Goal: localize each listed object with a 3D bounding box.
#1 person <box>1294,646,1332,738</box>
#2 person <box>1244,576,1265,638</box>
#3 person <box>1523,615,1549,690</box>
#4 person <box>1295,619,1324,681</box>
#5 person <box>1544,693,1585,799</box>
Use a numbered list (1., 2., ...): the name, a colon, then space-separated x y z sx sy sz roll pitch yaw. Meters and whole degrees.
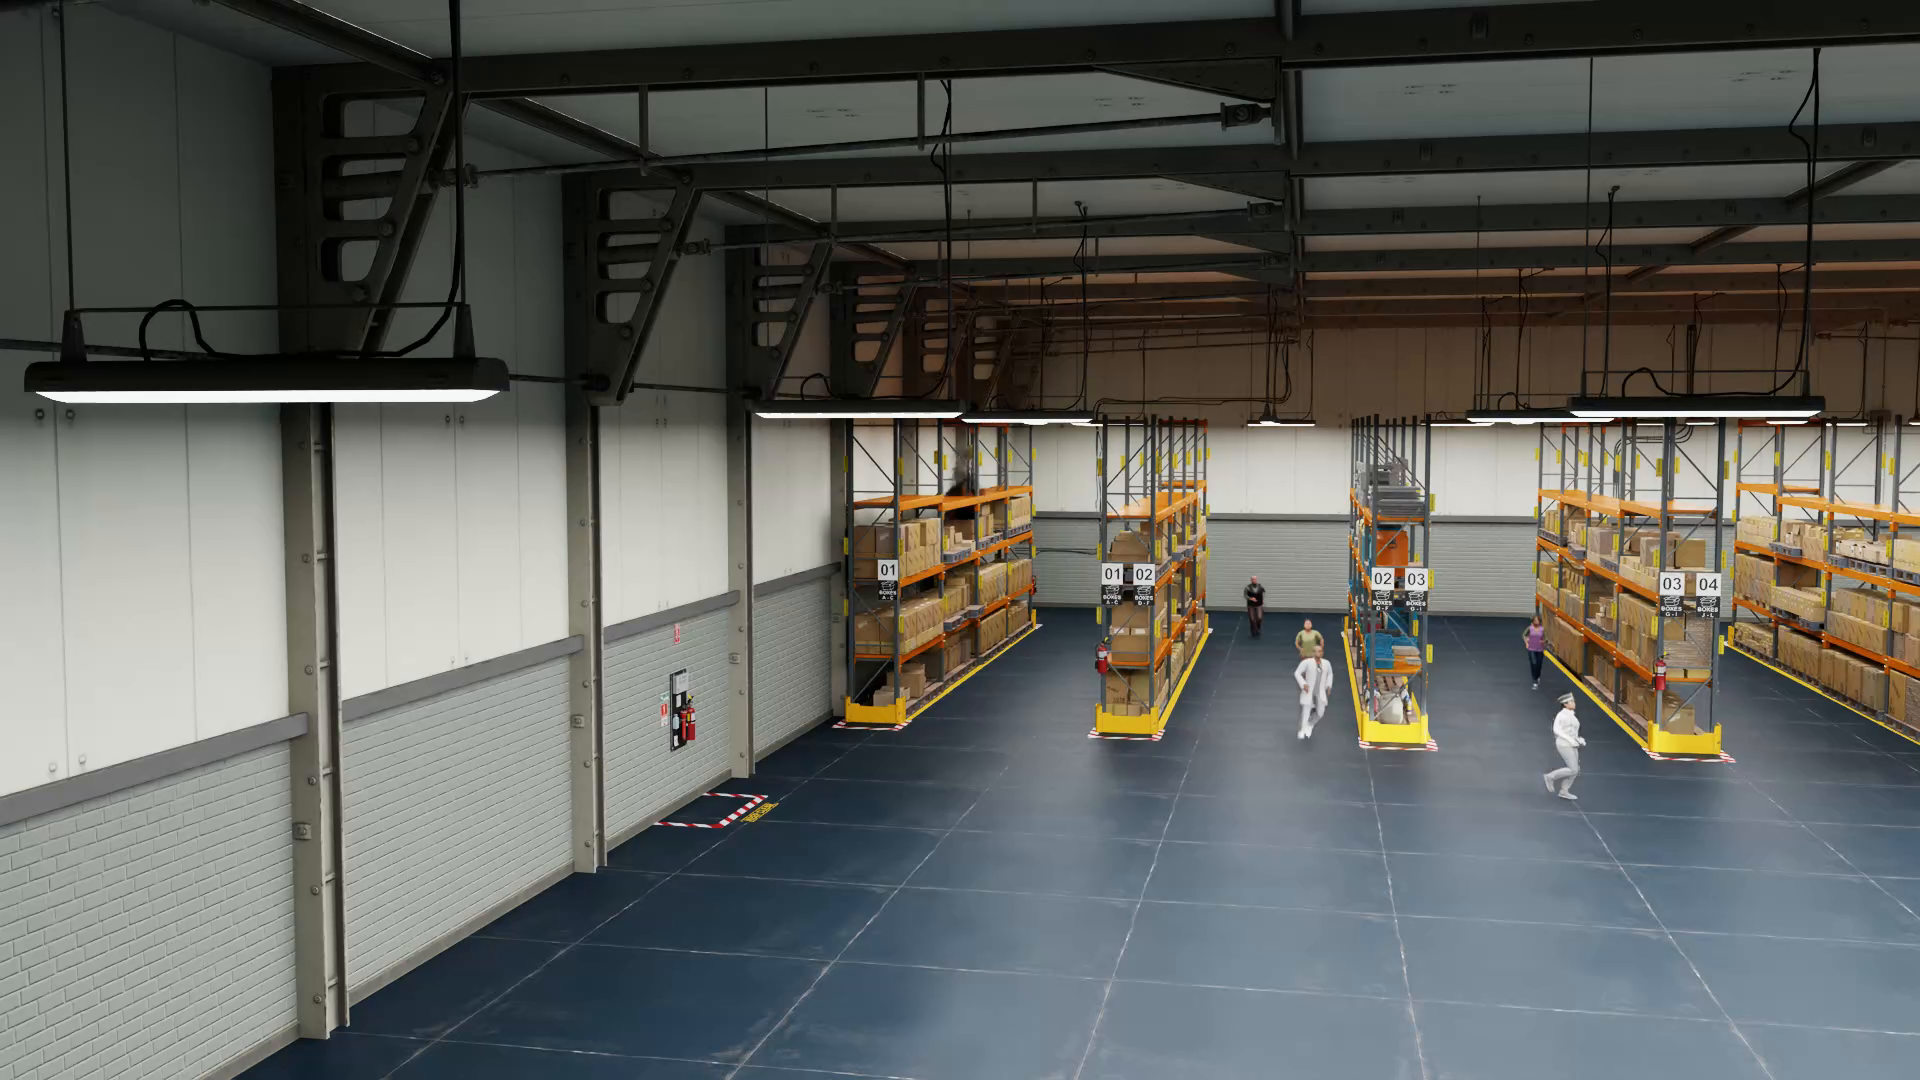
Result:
1. person: 6.567 2.858 30.729 0.773 1.622 0.568 0 4 -6
2. person: 8.110 1.834 45.771 0.614 1.729 0.709 0 4 4
3. person: 12.746 2.467 36.817 0.538 1.606 0.760 1 4 14
4. person: 7.528 2.512 35.876 0.606 1.630 0.544 1 4 13
5. person: 9.378 3.180 25.790 0.540 1.647 0.605 3 5 36
